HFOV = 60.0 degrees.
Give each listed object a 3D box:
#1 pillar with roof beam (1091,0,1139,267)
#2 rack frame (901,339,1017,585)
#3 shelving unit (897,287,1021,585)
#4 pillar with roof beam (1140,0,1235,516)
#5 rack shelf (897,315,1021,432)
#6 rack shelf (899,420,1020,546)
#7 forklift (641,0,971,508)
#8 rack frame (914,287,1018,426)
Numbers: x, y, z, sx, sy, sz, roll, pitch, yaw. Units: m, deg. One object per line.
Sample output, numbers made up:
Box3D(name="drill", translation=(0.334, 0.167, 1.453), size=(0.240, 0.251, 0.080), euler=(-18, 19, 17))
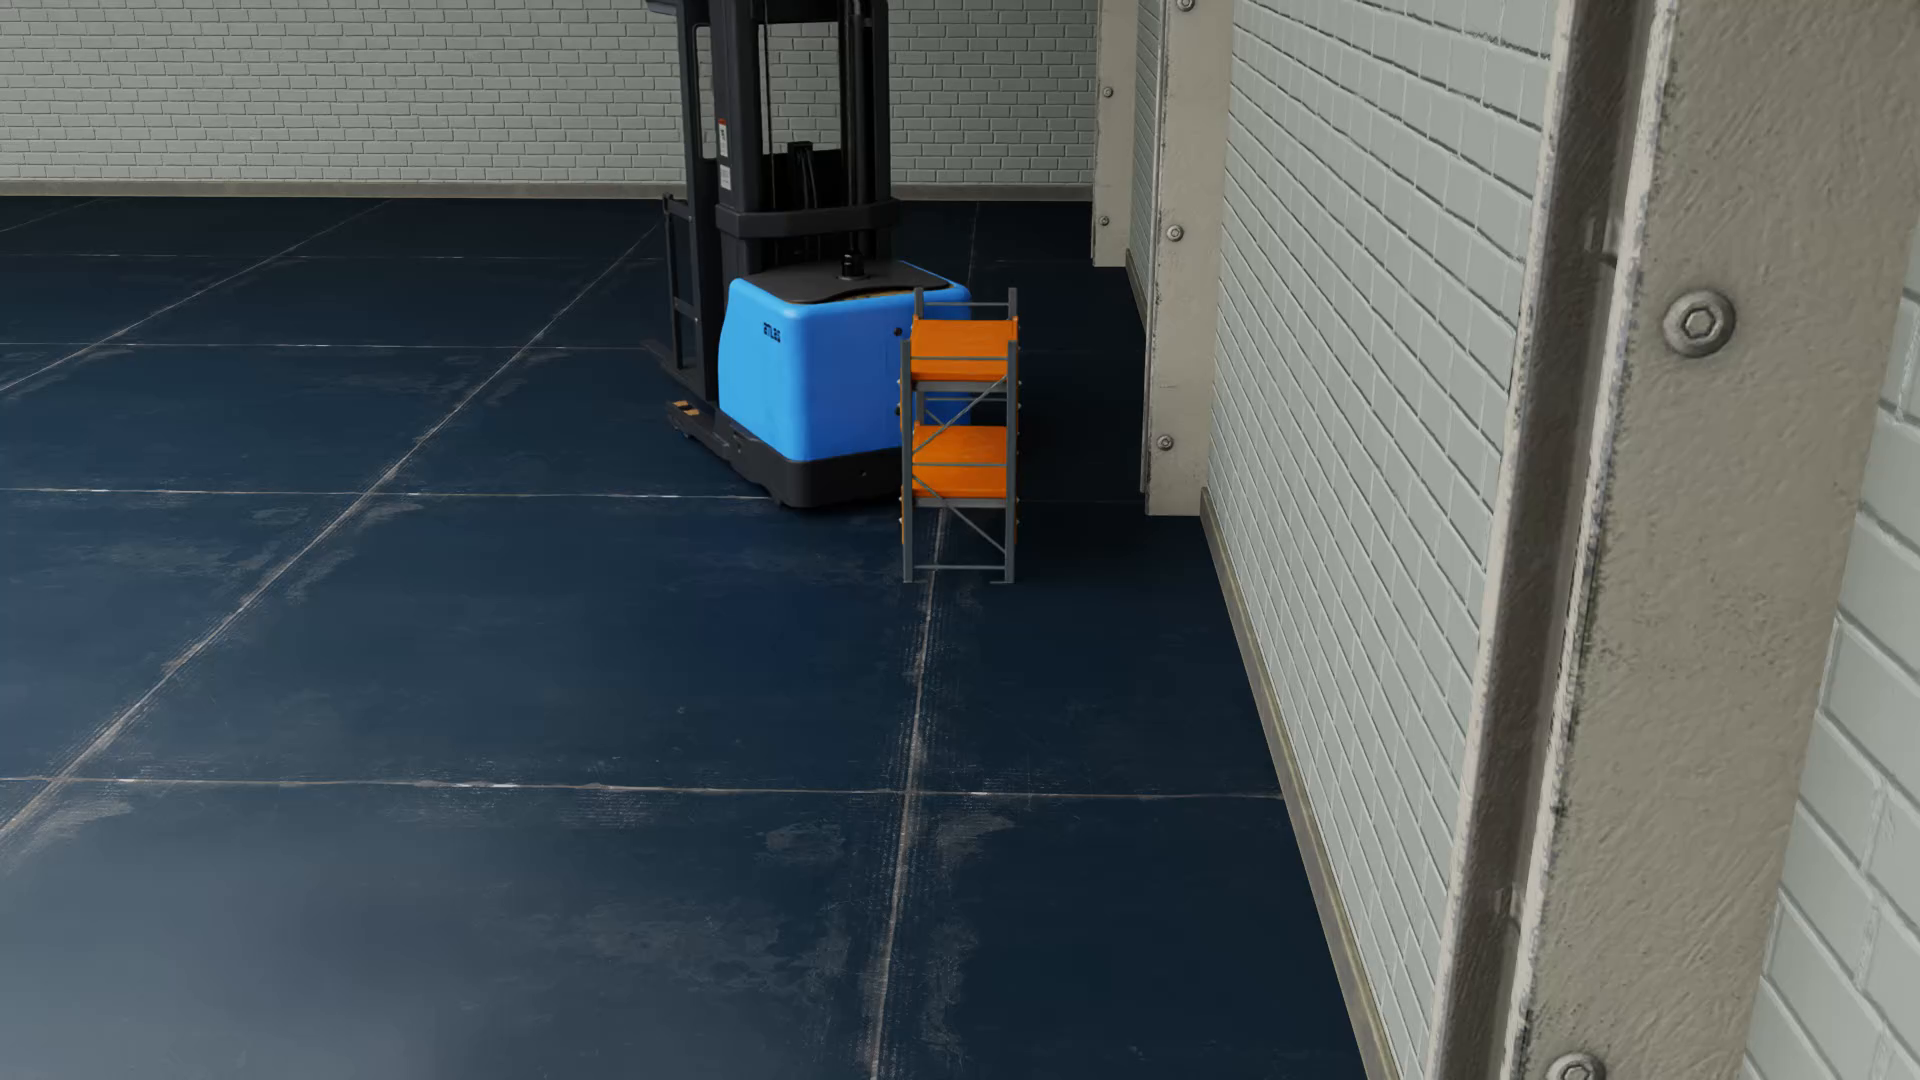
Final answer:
Box3D(name="pillar with roof beam", translation=(-3.028, -6.608, 12.619), size=(9.100, 9.000, 0.400), euler=(1, 21, 2))
Box3D(name="rack frame", translation=(-0.004, -0.329, 7.322), size=(0.500, 1.125, 0.032), euler=(1, 21, 2))
Box3D(name="shelving unit", translation=(0.012, -0.513, 7.796), size=(0.538, 1.125, 1.048), euler=(1, 21, 2))
Box3D(name="pillar with roof beam", translation=(-3.211, -4.438, 7.028), size=(9.100, 9.000, 0.400), euler=(1, 21, 2))
Box3D(name="rack shelf", translation=(0.012, -0.786, 7.690), size=(0.538, 0.278, 1.000), euler=(1, 21, 2))
Box3D(name="rack shelf", translation=(0.012, -0.285, 7.884), size=(0.538, 0.278, 1.000), euler=(1, 21, 2))
Box3D(name="forklift", translation=(-1.058, -2.017, 9.175), size=(1.130, 2.935, 3.031), euler=(-11, 24, -26))
Box3D(name="rack frame", translation=(0.029, -0.697, 8.269), size=(0.500, 1.125, 0.032), euler=(1, 21, 2))
